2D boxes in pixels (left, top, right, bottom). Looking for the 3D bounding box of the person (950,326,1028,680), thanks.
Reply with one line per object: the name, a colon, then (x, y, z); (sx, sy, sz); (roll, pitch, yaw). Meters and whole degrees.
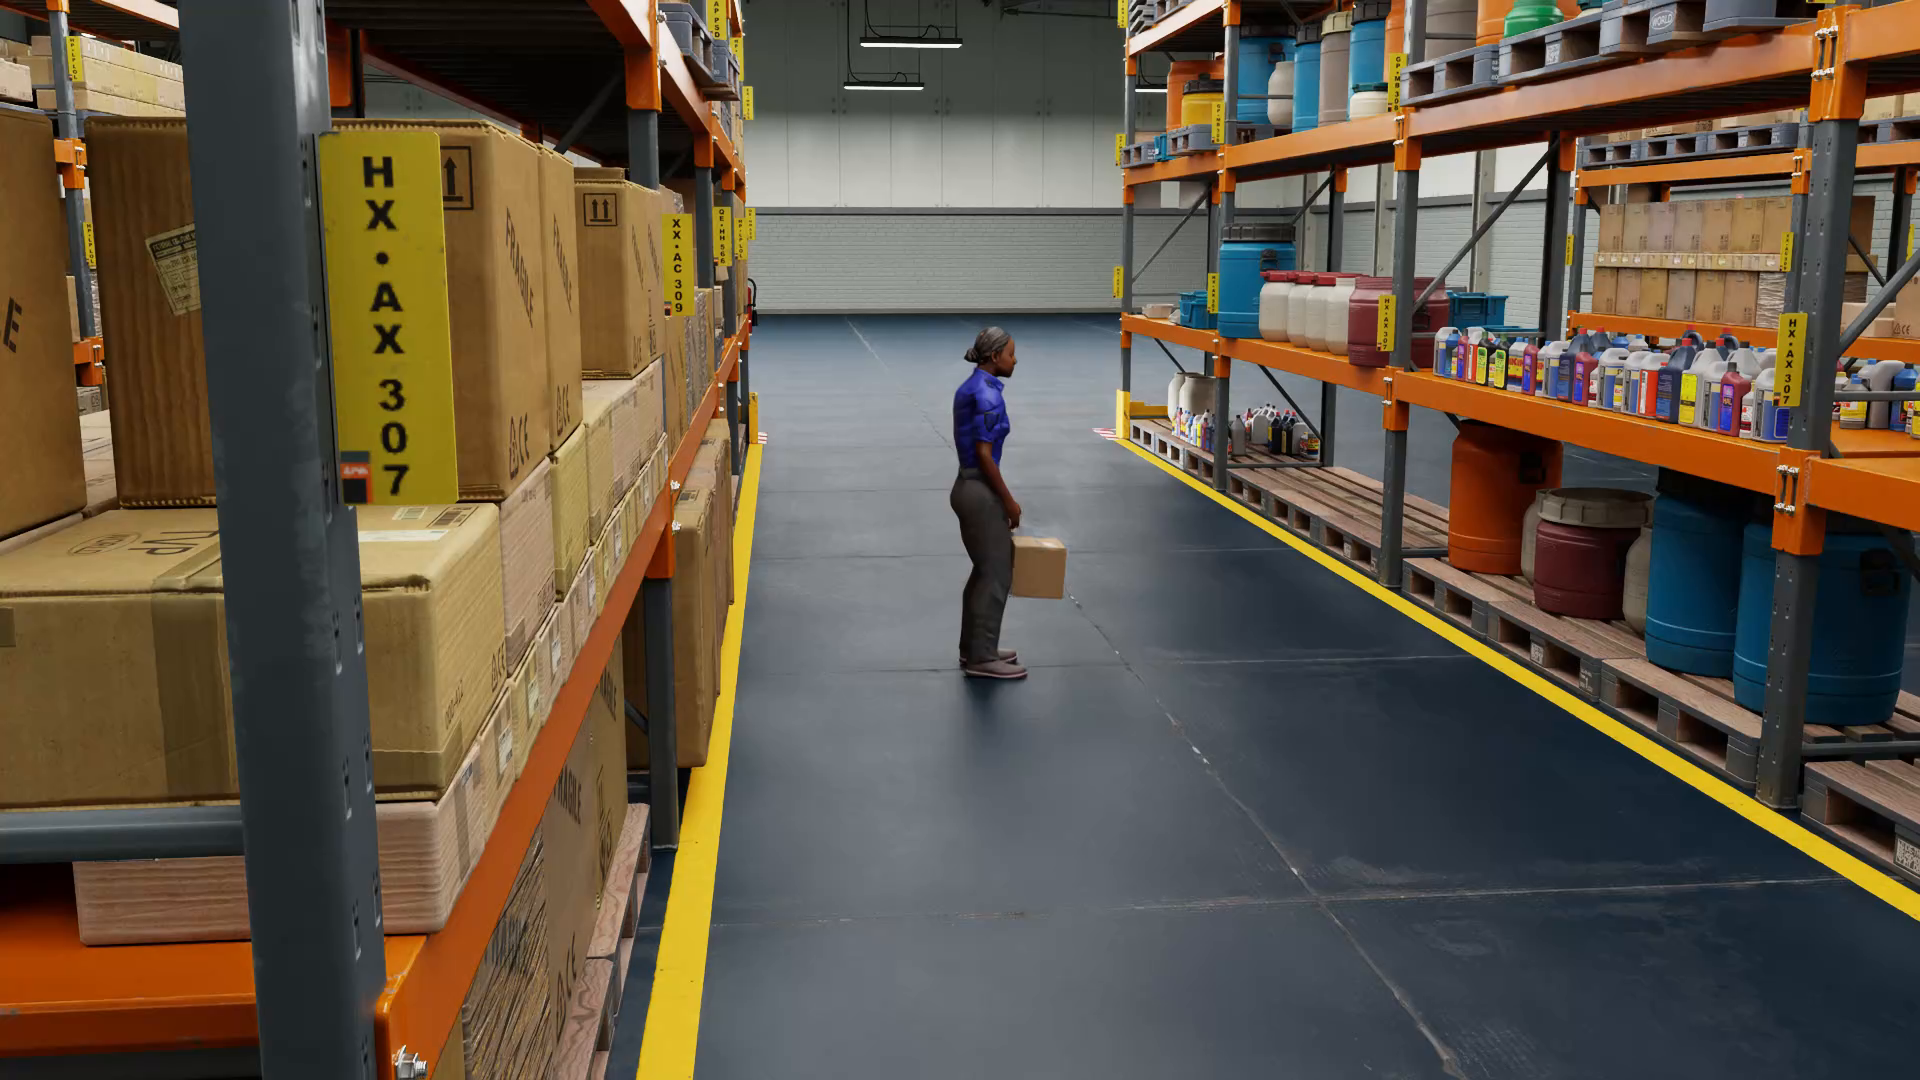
person: (0.131, -0.189, 7.968); (0.345, 1.659, 0.494); (-1, 10, -6)
